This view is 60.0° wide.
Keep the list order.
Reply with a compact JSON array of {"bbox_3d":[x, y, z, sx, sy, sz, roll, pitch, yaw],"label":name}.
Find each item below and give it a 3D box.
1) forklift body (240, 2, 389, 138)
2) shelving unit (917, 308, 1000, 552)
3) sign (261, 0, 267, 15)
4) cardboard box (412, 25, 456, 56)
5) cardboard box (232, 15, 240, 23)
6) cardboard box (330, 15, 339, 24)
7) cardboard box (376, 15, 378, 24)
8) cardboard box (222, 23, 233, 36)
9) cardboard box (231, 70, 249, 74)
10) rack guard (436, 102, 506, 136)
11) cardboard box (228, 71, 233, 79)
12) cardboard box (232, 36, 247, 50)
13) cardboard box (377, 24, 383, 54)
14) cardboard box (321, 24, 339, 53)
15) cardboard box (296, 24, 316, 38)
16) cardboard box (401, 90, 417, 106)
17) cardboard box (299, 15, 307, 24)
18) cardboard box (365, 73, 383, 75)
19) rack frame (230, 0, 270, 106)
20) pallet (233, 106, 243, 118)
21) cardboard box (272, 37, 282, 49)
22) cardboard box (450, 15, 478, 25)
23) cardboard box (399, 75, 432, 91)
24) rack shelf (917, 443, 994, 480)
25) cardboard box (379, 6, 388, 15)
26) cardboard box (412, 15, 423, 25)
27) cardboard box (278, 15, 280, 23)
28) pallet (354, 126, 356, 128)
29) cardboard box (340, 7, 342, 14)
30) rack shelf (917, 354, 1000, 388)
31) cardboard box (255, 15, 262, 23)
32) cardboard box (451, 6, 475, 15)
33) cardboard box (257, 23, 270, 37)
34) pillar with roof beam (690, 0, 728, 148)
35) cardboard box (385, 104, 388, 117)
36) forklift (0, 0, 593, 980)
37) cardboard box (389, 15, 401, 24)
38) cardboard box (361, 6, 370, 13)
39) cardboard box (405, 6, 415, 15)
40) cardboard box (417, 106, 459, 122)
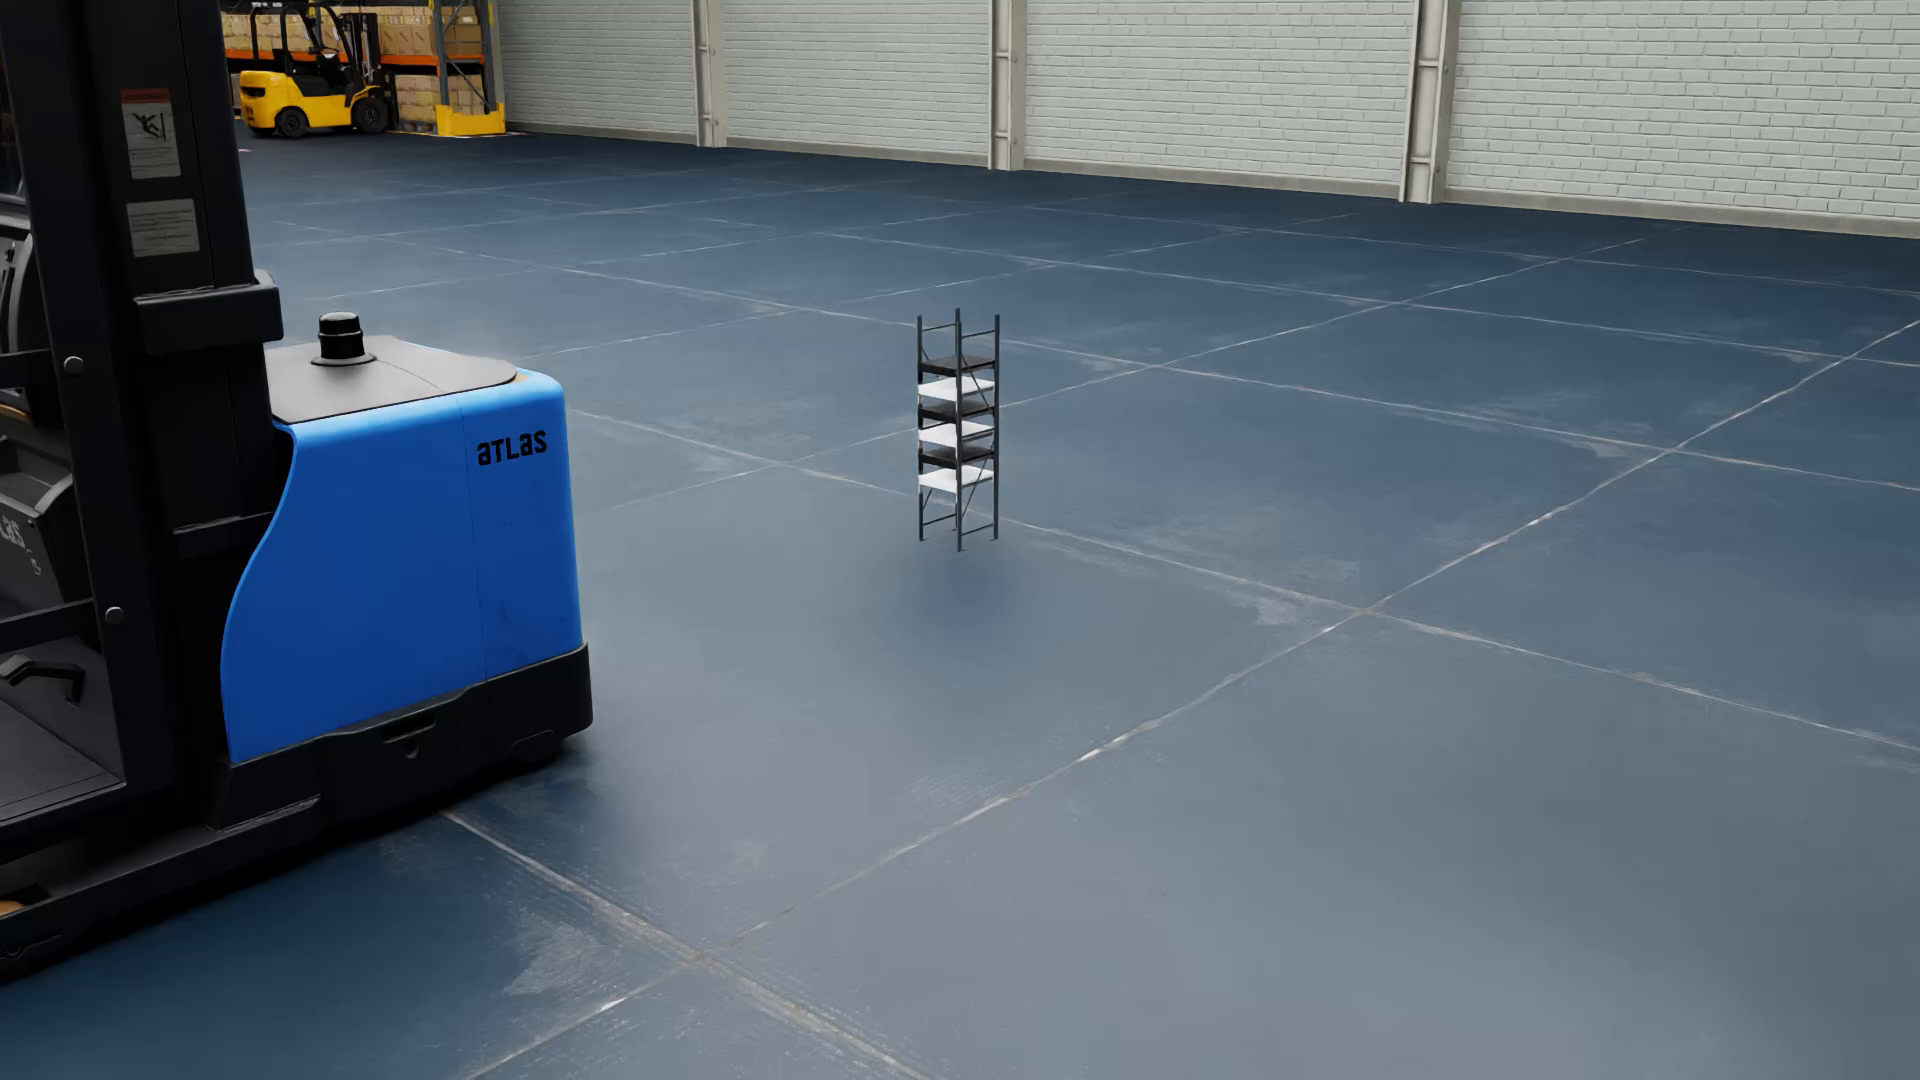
[{"bbox_3d":[-11.063,-8.008,28.289,1.214,2.155,2.313,15,23,39],"label":"forklift body"},{"bbox_3d":[-0.006,-0.431,6.481,0.210,0.900,0.258,15,23,39],"label":"shelving unit"},{"bbox_3d":[-14.051,-10.729,33.545,0.005,0.325,0.100,15,23,39],"label":"sign"},{"bbox_3d":[-8.976,-8.531,28.370,0.500,0.500,0.500,14,23,38],"label":"cardboard box"},{"bbox_3d":[-13.965,-10.178,32.485,0.250,0.149,0.380,16,24,41],"label":"cardboard box"},{"bbox_3d":[-11.167,-9.429,30.127,0.250,0.149,0.380,16,23,41],"label":"cardboard box"},{"bbox_3d":[-10.218,-9.166,29.297,0.250,0.149,0.380,14,23,38],"label":"cardboard box"},{"bbox_3d":[-14.264,-10.068,32.797,0.500,0.250,0.500,15,23,39],"label":"cardboard box"},{"bbox_3d":[-14.781,-9.603,34.278,0.250,0.149,0.380,16,24,41],"label":"cardboard box"},{"bbox_3d":[-8.416,-7.248,28.624,0.348,0.500,1.175,15,23,39],"label":"rack guard"},{"bbox_3d":[-14.955,-9.410,33.671,0.250,0.149,0.380,14,22,37],"label":"cardboard box"},{"bbox_3d":[-13.875,-9.733,32.568,0.500,0.250,0.500,14,23,38],"label":"cardboard box"},{"bbox_3d":[-10.125,-8.839,29.339,0.500,0.500,0.500,15,23,40],"label":"cardboard box"},{"bbox_3d":[-11.267,-9.147,30.310,0.500,0.500,0.500,14,22,38],"label":"cardboard box"},{"bbox_3d":[-11.962,-9.455,30.867,0.500,0.250,0.500,14,23,38],"label":"cardboard box"},{"bbox_3d":[-9.373,-7.702,28.948,0.500,0.250,0.500,15,23,39],"label":"cardboard box"},{"bbox_3d":[-12.033,-9.670,30.887,0.250,0.149,0.380,15,23,38],"label":"cardboard box"},{"bbox_3d":[-10.516,-8.243,29.826,0.500,0.250,0.500,16,24,41],"label":"cardboard box"},{"bbox_3d":[-14.417,-10.051,33.322,0.127,3.000,1.000,15,23,39],"label":"rack frame"},{"bbox_3d":[-13.827,-8.547,33.196,1.213,0.211,1.003,15,23,39],"label":"pallet"},{"bbox_3d":[-12.707,-9.424,31.597,0.500,0.250,0.500,15,23,40],"label":"cardboard box"},{"bbox_3d":[-8.515,-8.928,28.547,0.250,0.149,0.380,14,23,38],"label":"cardboard box"},{"bbox_3d":[-9.371,-7.934,28.850,0.500,0.250,0.500,16,23,40],"label":"cardboard box"},{"bbox_3d":[-0.006,-0.313,6.518,0.200,0.077,0.258,15,23,39],"label":"rack shelf"},{"bbox_3d":[-9.863,-9.201,28.915,0.250,0.149,0.380,16,23,40],"label":"cardboard box"},{"bbox_3d":[-9.090,-8.852,28.308,0.250,0.149,0.380,16,23,40],"label":"cardboard box"},{"bbox_3d":[-12.620,-9.821,31.361,0.250,0.149,0.380,14,23,38],"label":"cardboard box"},{"bbox_3d":[-10.858,-7.749,30.681,1.213,0.211,1.003,15,23,39],"label":"pallet"},{"bbox_3d":[-10.932,-9.534,29.964,0.250,0.149,0.380,14,23,38],"label":"cardboard box"},{"bbox_3d":[-0.006,-0.656,6.409,0.200,0.077,0.258,15,23,39],"label":"rack shelf"},{"bbox_3d":[-13.402,-10.020,31.989,0.250,0.149,0.380,16,23,40],"label":"cardboard box"},{"bbox_3d":[-8.543,-9.059,28.468,0.250,0.149,0.380,14,23,38],"label":"cardboard box"},{"bbox_3d":[-13.095,-9.766,31.848,0.500,0.250,0.500,15,23,40],"label":"cardboard box"},{"bbox_3d":[-6.726,-9.469,21.572,0.400,9.000,9.100,15,23,39],"label":"pillar with roof beam"},{"bbox_3d":[-10.132,-7.661,29.643,0.500,0.250,0.500,16,24,41],"label":"cardboard box"},{"bbox_3d":[-2.396,-0.572,3.569,1.130,2.935,3.031,15,23,39],"label":"forklift"},{"bbox_3d":[-9.652,-9.013,28.816,0.250,0.149,0.380,14,22,38],"label":"cardboard box"},{"bbox_3d":[-10.368,-9.374,29.462,0.250,0.149,0.380,15,23,39],"label":"cardboard box"},{"bbox_3d":[-9.260,-9.056,28.459,0.250,0.149,0.380,16,23,40],"label":"cardboard box"},{"bbox_3d":[-8.995,-7.357,28.686,0.500,0.250,0.500,15,23,40],"label":"cardboard box"}]
